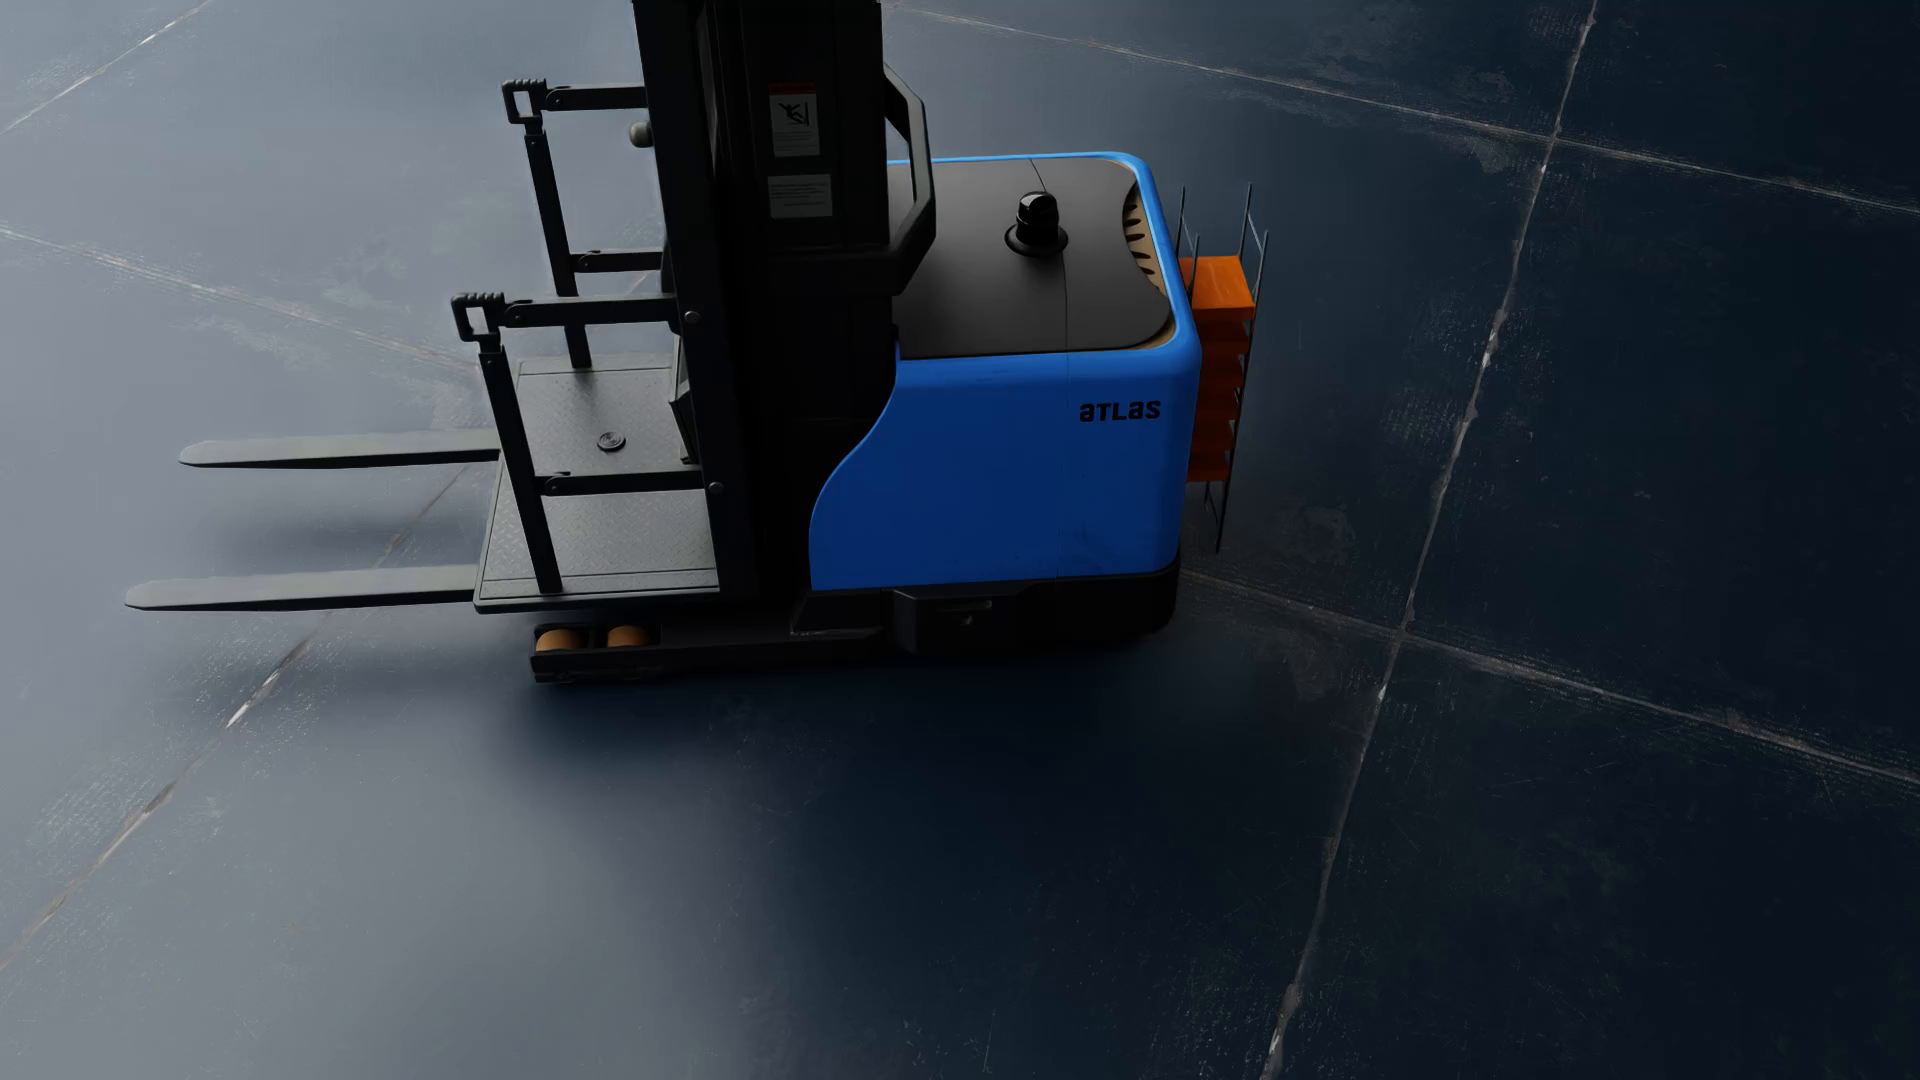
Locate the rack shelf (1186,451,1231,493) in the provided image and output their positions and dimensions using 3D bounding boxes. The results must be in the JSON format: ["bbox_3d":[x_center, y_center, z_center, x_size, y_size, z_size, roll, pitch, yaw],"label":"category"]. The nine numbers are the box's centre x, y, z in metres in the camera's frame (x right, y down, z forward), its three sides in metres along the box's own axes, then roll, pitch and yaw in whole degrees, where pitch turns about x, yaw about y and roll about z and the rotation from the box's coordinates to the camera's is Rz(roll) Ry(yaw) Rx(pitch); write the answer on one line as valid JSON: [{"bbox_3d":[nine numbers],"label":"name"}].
[{"bbox_3d":[0.708,-0.259,5.063,0.180,0.103,0.258,-3,45,-3],"label":"rack shelf"}]

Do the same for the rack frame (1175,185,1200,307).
[{"bbox_3d":[0.616,-0.456,4.857,0.006,1.200,0.240,-3,45,-3],"label":"rack frame"}]

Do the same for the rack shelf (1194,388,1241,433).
[{"bbox_3d":[0.708,-0.429,4.893,0.180,0.103,0.258,-3,45,-3],"label":"rack shelf"}]

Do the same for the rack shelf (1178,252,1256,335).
[{"bbox_3d":[0.708,-0.684,4.640,0.180,0.103,0.258,-3,45,-3],"label":"rack shelf"}]

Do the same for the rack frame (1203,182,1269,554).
[{"bbox_3d":[0.799,-0.465,4.867,0.006,1.200,0.240,-3,45,-3],"label":"rack frame"}]

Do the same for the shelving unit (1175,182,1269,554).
[{"bbox_3d":[0.708,-0.461,4.862,0.189,1.200,0.258,-3,45,-3],"label":"shelving unit"}]

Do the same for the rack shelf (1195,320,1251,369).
[{"bbox_3d":[0.708,-0.599,4.724,0.180,0.103,0.258,-3,45,-3],"label":"rack shelf"}]

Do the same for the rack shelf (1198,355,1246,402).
[{"bbox_3d":[0.708,-0.514,4.809,0.180,0.103,0.258,-3,45,-3],"label":"rack shelf"}]

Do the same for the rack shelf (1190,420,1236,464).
[{"bbox_3d":[0.708,-0.344,4.978,0.180,0.103,0.258,-3,45,-3],"label":"rack shelf"}]

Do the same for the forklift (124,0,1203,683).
[{"bbox_3d":[-0.905,-1.011,4.188,3.031,2.935,1.130,-3,45,-3],"label":"forklift"}]
